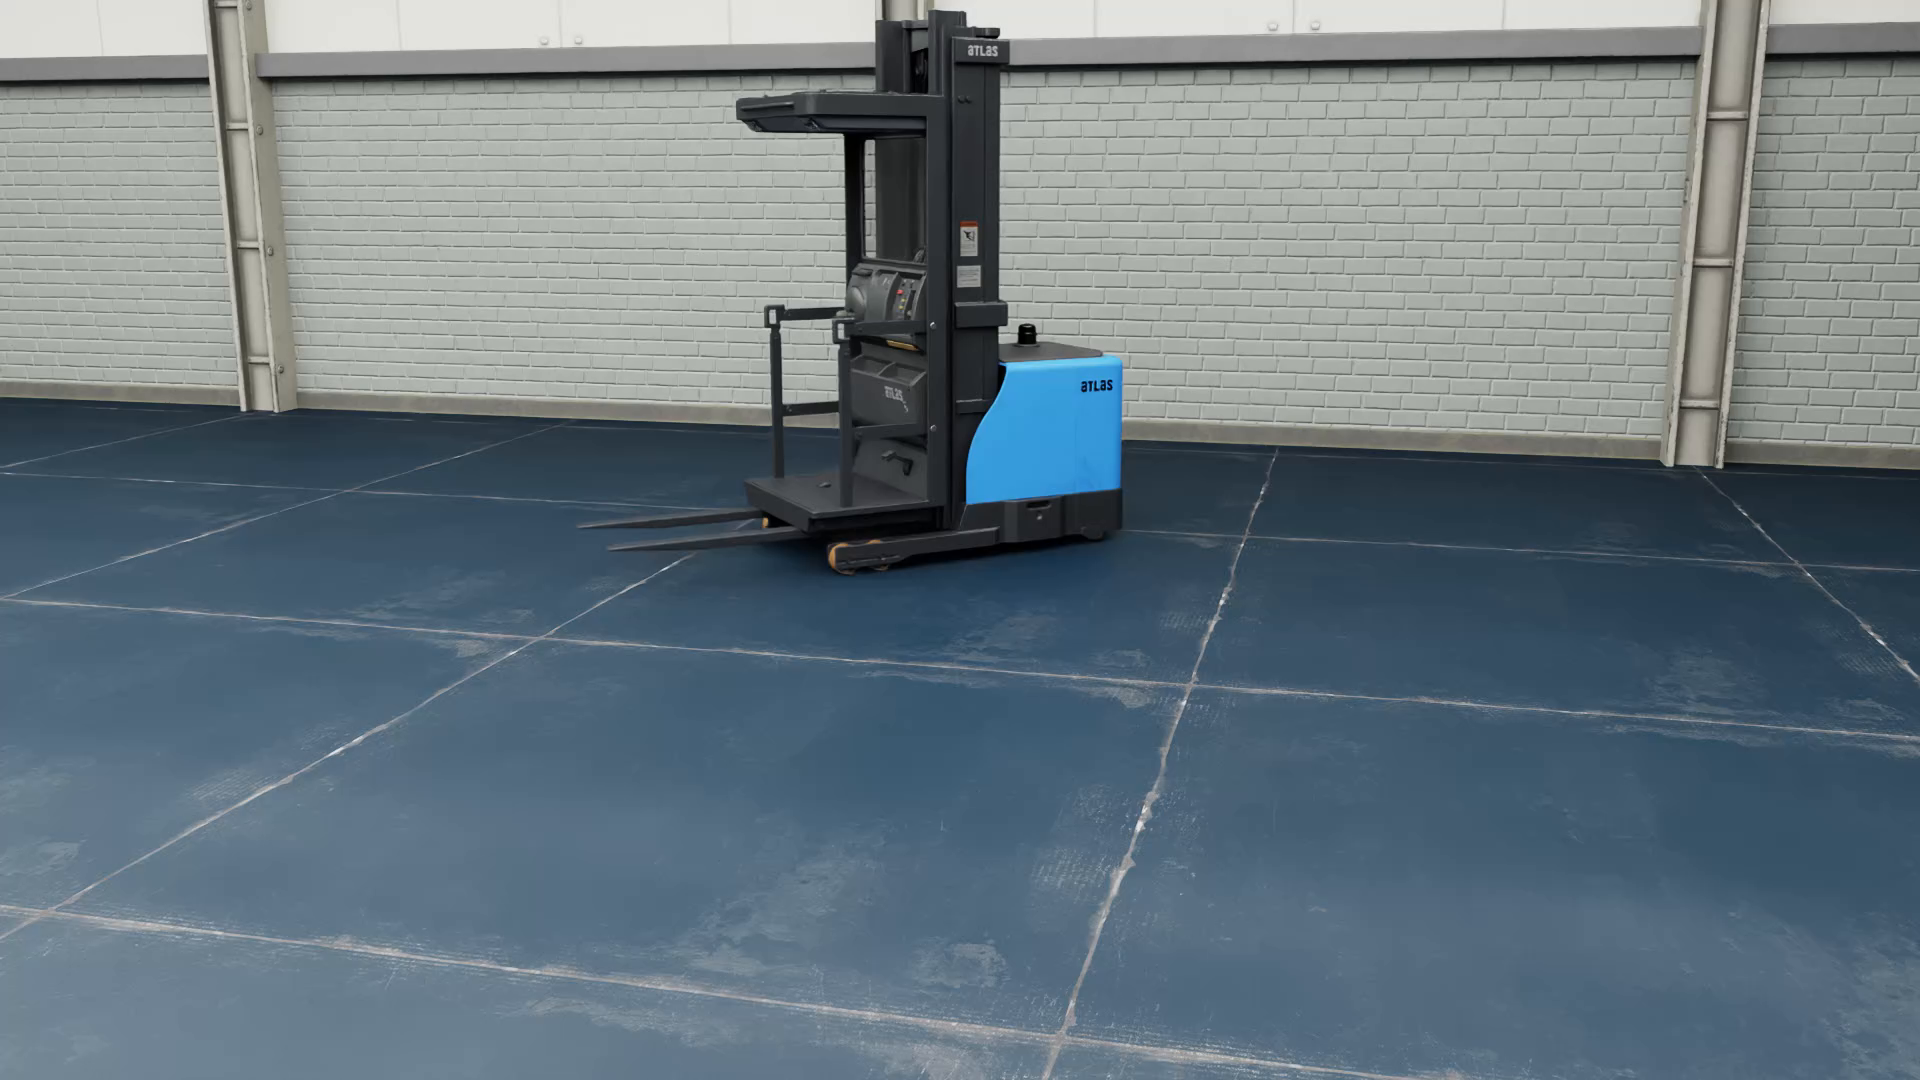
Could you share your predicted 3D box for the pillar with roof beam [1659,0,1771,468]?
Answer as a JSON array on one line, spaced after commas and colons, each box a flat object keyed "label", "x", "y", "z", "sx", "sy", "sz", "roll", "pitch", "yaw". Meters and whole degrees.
[{"label": "pillar with roof beam", "x": 4.364, "y": -4.052, "z": 7.219, "sx": 0.400, "sy": 9.000, "sz": 9.100, "roll": 3, "pitch": 13, "yaw": 14}]

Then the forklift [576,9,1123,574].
[{"label": "forklift", "x": -0.597, "y": -1.378, "z": 9.176, "sx": 3.031, "sy": 2.935, "sz": 1.130, "roll": -6, "pitch": 14, "yaw": -27}]

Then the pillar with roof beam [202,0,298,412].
[{"label": "pillar with roof beam", "x": -7.286, "y": -4.674, "z": 10.026, "sx": 0.400, "sy": 9.000, "sz": 9.100, "roll": 3, "pitch": 13, "yaw": 14}]

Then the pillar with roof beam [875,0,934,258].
[{"label": "pillar with roof beam", "x": -1.461, "y": -4.363, "z": 8.622, "sx": 0.400, "sy": 9.000, "sz": 9.100, "roll": 3, "pitch": 13, "yaw": 14}]
